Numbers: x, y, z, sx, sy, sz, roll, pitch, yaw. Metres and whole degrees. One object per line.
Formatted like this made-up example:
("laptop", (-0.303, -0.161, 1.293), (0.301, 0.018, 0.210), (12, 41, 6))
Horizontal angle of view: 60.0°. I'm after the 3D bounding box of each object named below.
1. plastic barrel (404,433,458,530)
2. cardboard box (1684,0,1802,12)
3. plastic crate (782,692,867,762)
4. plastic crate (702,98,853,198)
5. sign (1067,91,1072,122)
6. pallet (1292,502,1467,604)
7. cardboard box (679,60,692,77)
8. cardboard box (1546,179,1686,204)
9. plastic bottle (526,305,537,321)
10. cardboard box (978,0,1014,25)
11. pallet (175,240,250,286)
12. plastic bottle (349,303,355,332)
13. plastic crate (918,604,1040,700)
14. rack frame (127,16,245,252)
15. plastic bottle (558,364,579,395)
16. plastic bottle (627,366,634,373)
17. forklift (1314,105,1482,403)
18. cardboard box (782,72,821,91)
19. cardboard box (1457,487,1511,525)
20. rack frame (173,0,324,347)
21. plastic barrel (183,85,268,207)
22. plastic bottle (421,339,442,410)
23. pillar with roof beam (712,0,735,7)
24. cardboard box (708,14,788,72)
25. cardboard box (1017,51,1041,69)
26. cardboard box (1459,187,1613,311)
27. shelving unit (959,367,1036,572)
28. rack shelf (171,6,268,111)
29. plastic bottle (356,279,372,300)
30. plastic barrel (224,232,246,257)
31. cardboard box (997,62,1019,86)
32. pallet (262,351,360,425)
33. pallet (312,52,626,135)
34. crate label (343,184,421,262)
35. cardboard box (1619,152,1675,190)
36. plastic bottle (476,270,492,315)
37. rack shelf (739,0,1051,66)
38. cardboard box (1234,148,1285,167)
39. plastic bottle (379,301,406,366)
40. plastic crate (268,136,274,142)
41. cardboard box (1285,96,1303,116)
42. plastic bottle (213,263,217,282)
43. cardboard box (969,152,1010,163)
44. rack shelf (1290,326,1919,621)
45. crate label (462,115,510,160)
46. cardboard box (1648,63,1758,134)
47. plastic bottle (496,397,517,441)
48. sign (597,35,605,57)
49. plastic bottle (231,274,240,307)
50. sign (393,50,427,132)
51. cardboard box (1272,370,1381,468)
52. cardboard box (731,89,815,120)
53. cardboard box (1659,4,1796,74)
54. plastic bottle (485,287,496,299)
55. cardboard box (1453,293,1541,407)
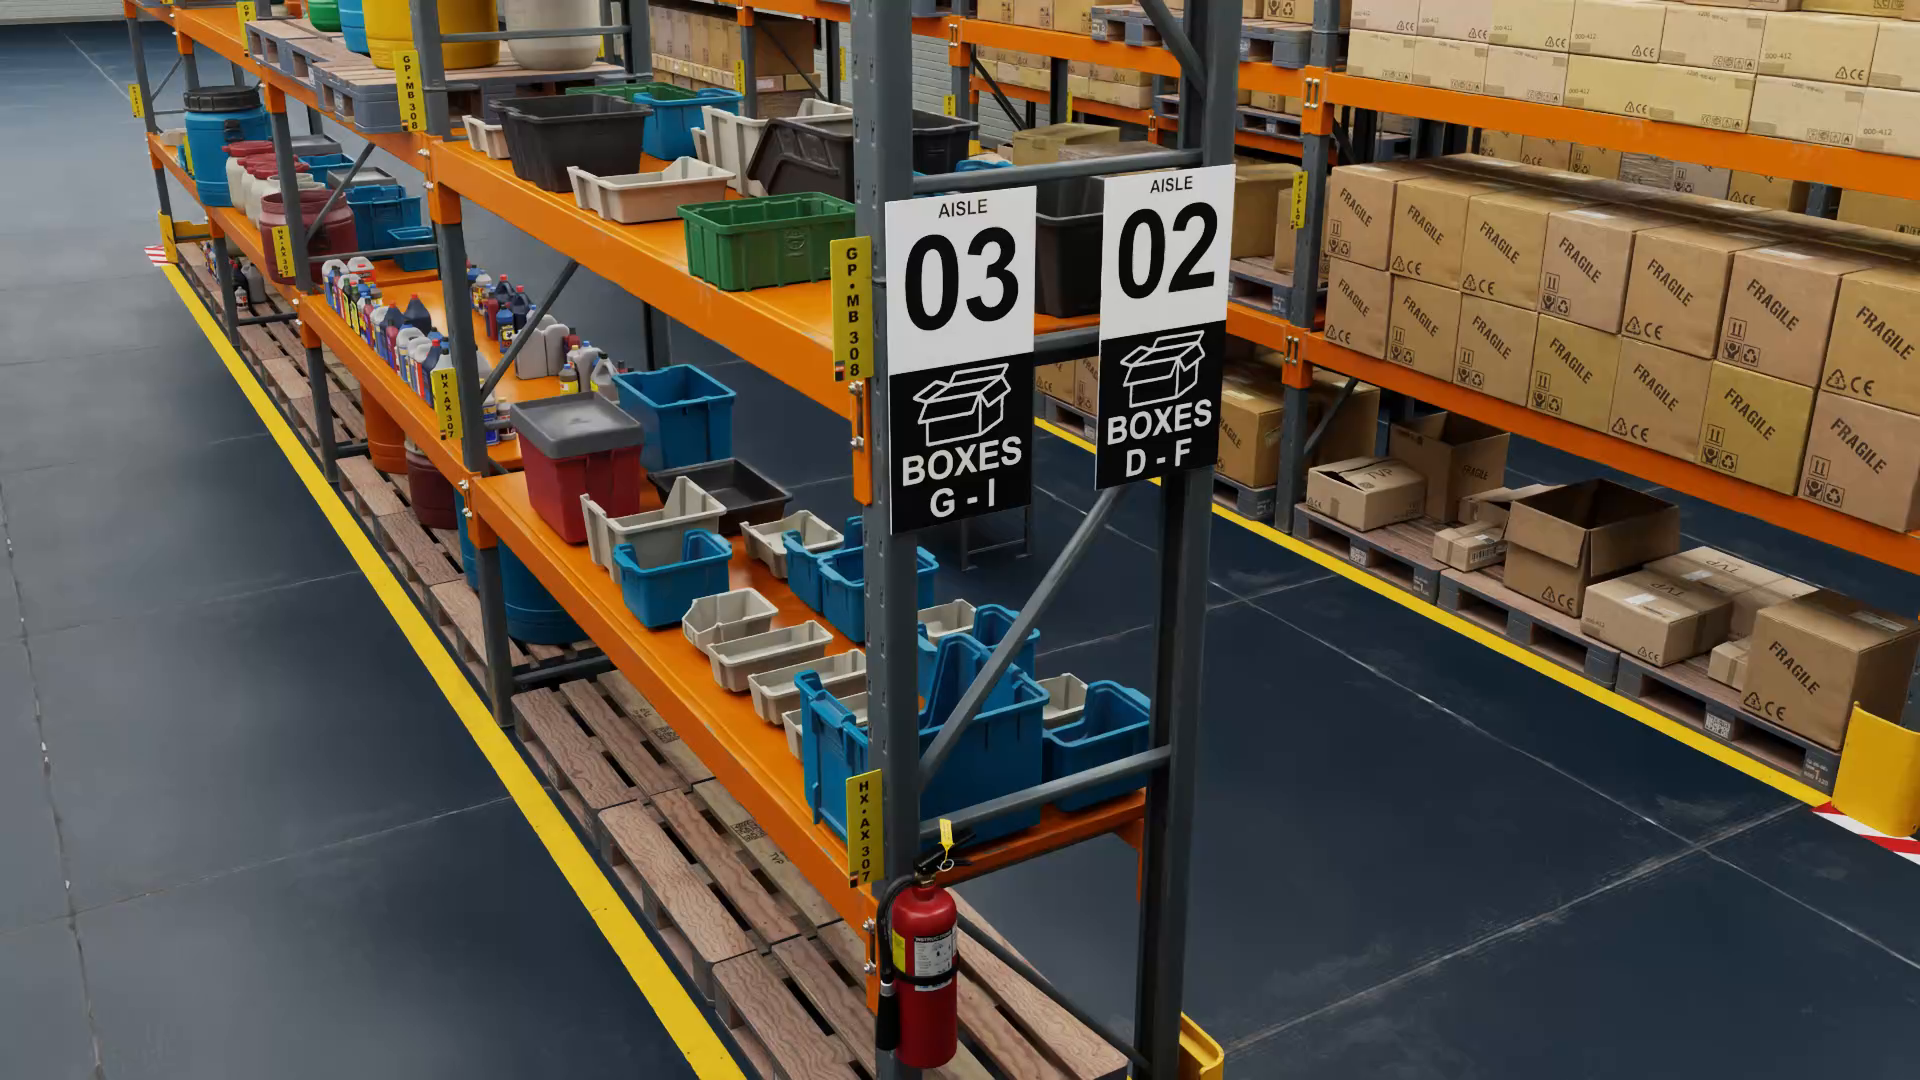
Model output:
("plastic barrel", (-3.024, -0.437, 10.048), (0.600, 0.588, 0.708), (-13, 25, -28))
("cardboard box", (3.675, -2.624, 7.339), (0.700, 0.500, 0.500), (-13, 25, -28))
("plastic crate", (-0.351, 0.575, 5.185), (0.396, 0.136, 0.243), (-13, 25, -28))
("plastic crate", (-0.646, -1.402, 5.951), (0.437, 0.282, 0.530), (-13, 25, -28))
("sign", (0.856, -3.439, 13.356), (0.100, 0.325, 0.005), (-13, 25, -28))
("pallet", (2.788, -0.023, 10.087), (1.003, 0.211, 1.213), (-13, 25, -28))
("cardboard box", (-2.757, -5.017, 17.677), (0.380, 0.149, 0.250), (-12, 25, -27))
("cardboard box", (3.440, -1.604, 8.814), (0.500, 0.500, 0.500), (-12, 25, -28))
("plastic bottle", (-2.408, -1.198, 9.446), (0.097, 0.271, 0.097), (0, 22, 0))
("cardboard box", (0.647, -4.133, 12.380), (0.910, 0.500, 0.500), (-13, 25, -28))
("pallet", (-7.462, -2.899, 17.163), (1.003, 0.211, 1.213), (-13, 25, -28))
("plastic bottle", (-3.582, -1.350, 9.914), (0.097, 0.201, 0.097), (0, 22, 0))
("plastic crate", (0.042, 0.403, 5.480), (0.416, 0.233, 0.300), (-13, 25, -28))
("rack frame", (-7.952, -4.470, 17.325), (1.000, 3.000, 0.127), (-13, 25, -28))
("plastic bottle", (-2.016, -0.805, 8.572), (0.097, 0.201, 0.097), (0, 22, 0))
("plastic bottle", (-1.643, -0.732, 8.284), (0.061, 0.283, 0.133), (-13, 25, -28))
("forklift", (3.641, -2.922, 13.607), (1.130, 2.935, 3.031), (6, 23, 14))
("cardboard box", (-1.619, -4.598, 16.645), (0.380, 0.149, 0.250), (-13, 25, -28))
("cardboard box", (3.216, -0.180, 9.974), (0.380, 0.149, 0.250), (-13, 25, -28))
("rack frame", (-5.909, -3.175, 14.140), (1.000, 3.000, 0.127), (-13, 25, -28))
("plastic barrel", (-5.972, -3.224, 13.594), (0.600, 0.901, 0.708), (-13, 25, -28))
("plastic bottle", (-2.668, -0.857, 8.502), (0.144, 0.351, 0.185), (-13, 25, -28))
("pillar with roof beam", (-8.165, -12.151, 28.256), (9.100, 9.000, 0.400), (-13, 25, -28))
("cardboard box", (-2.140, -5.080, 16.970), (0.700, 0.500, 0.500), (-13, 25, -28))
("cardboard box", (1.053, -6.120, 20.562), (0.500, 0.500, 0.500), (-14, 26, -30))
("cardboard box", (2.963, -1.506, 8.574), (0.500, 0.500, 0.500), (-13, 26, -30))
("shelving unit", (-0.044, -0.722, 10.097), (0.538, 1.500, 1.048), (-13, 25, -28))
("rack shelf", (-4.887, -3.584, 12.117), (1.077, 0.370, 4.000), (-13, 25, -28))
("plastic bottle", (-3.598, -1.438, 10.036), (0.097, 0.271, 0.097), (0, 22, 0))
("plastic barrel", (-7.294, -3.151, 16.828), (0.421, 0.512, 0.421), (0, 22, 0))
("cardboard box", (0.819, -5.931, 21.092), (0.500, 0.250, 0.500), (-13, 26, -30))
("pallet", (-4.847, -1.241, 13.085), (1.003, 0.211, 1.213), (-13, 25, -28))
("pallet", (-2.307, -2.123, 7.817), (1.213, 0.211, 1.003), (-13, 25, -28))
("crate label", (-4.141, -2.270, 11.867), (0.502, 0.435, 0.616), (-13, 25, -28))
("cardboard box", (5.724, -3.113, 13.432), (0.500, 0.500, 0.500), (-13, 25, -28))
("plastic bottle", (-2.932, -1.530, 10.264), (0.097, 0.271, 0.097), (0, 22, 0))
("rack shelf", (-0.627, -4.536, 14.459), (1.077, 0.370, 4.000), (-13, 25, -28))
("cardboard box", (3.226, -4.097, 18.147), (0.500, 0.250, 0.500), (-13, 26, -29))
("plastic bottle", (-3.136, -1.154, 9.232), (0.144, 0.351, 0.185), (-13, 25, -28))
("plastic crate", (-6.067, -3.340, 14.628), (0.767, 0.338, 0.504), (-13, 25, -28))
("cardboard box", (3.747, -4.585, 16.892), (0.700, 0.500, 0.500), (-13, 25, -28))
("plastic bottle", (-7.017, -2.555, 15.746), (0.097, 0.201, 0.097), (0, 22, 0))
("cardboard box", (0.104, -3.117, 14.116), (0.500, 0.311, 0.500), (-13, 25, -29))
("rack shelf", (3.460, -0.556, 8.652), (1.077, 0.370, 4.000), (-13, 25, -28))
("crate label", (-1.821, -1.639, 6.727), (0.293, 0.136, 0.466), (-13, 25, -28))
("cardboard box", (3.480, -2.001, 7.467), (0.500, 0.250, 0.500), (-13, 25, -28))
("plastic bottle", (-2.204, -0.589, 8.040), (0.097, 0.201, 0.097), (0, 22, 0))
("sign", (-4.172, -5.754, 19.231), (0.100, 0.325, 0.005), (-13, 25, -28))
("plastic bottle", (-6.438, -2.213, 14.795), (0.061, 0.283, 0.133), (-11, 25, -26))
("sign", (-2.296, -1.874, 6.943), (0.100, 0.325, 0.005), (-13, 25, -28))
("cardboard box", (2.400, -0.786, 10.998), (0.500, 0.500, 0.500), (-14, 26, -31))
("cardboard box", (-1.881, -4.315, 16.812), (0.700, 0.500, 0.500), (-13, 26, -30))
("cardboard box", (3.492, -2.236, 7.380), (0.500, 0.250, 0.500), (-13, 25, -28))
("plastic bottle", (-2.833, -1.435, 10.122), (0.097, 0.201, 0.097), (0, 22, 0))
("cardboard box", (2.982, -1.038, 8.750), (0.500, 0.500, 0.500), (-13, 25, -29))
